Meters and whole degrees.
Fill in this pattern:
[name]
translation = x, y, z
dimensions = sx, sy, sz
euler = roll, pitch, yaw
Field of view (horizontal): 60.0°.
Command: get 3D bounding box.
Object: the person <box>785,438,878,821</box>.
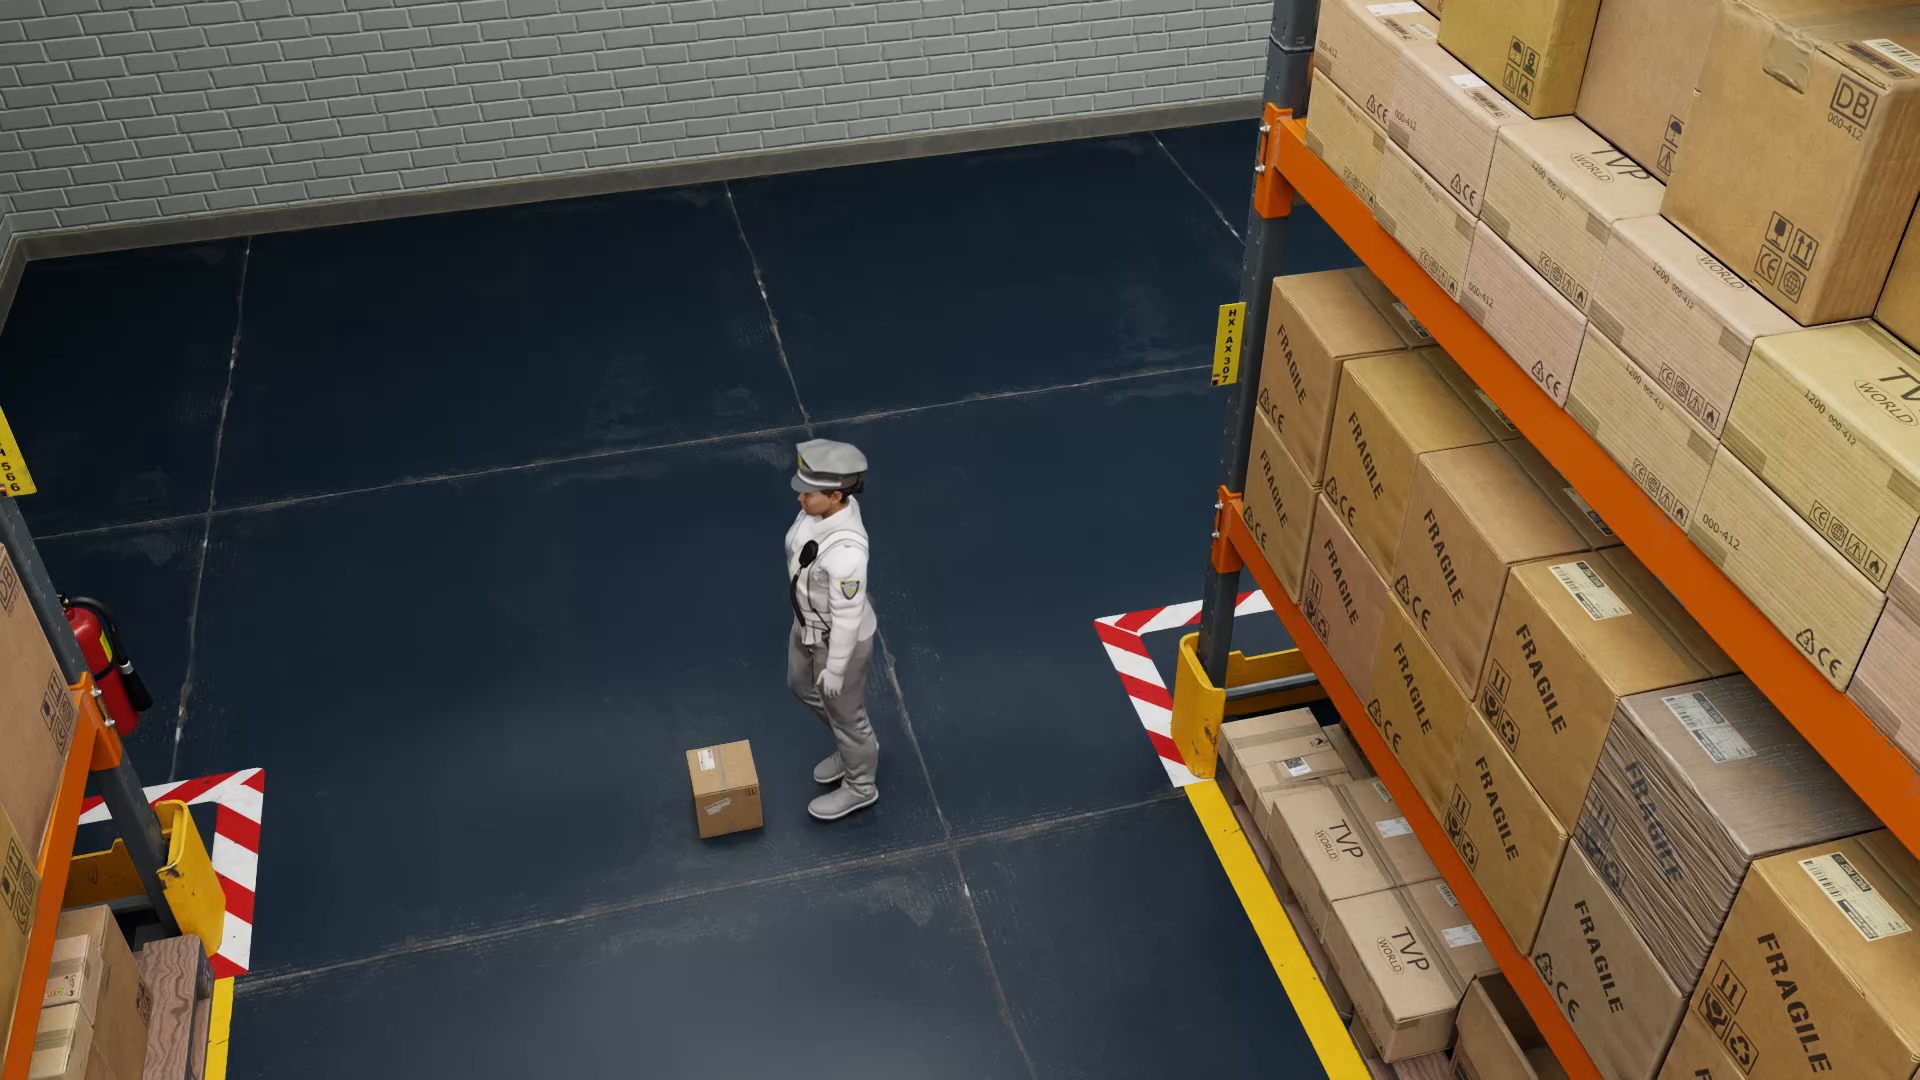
[person]
translation = -0.480, 0.355, 6.239
dimensions = 0.337, 1.696, 0.500
euler = -9, 39, -12
